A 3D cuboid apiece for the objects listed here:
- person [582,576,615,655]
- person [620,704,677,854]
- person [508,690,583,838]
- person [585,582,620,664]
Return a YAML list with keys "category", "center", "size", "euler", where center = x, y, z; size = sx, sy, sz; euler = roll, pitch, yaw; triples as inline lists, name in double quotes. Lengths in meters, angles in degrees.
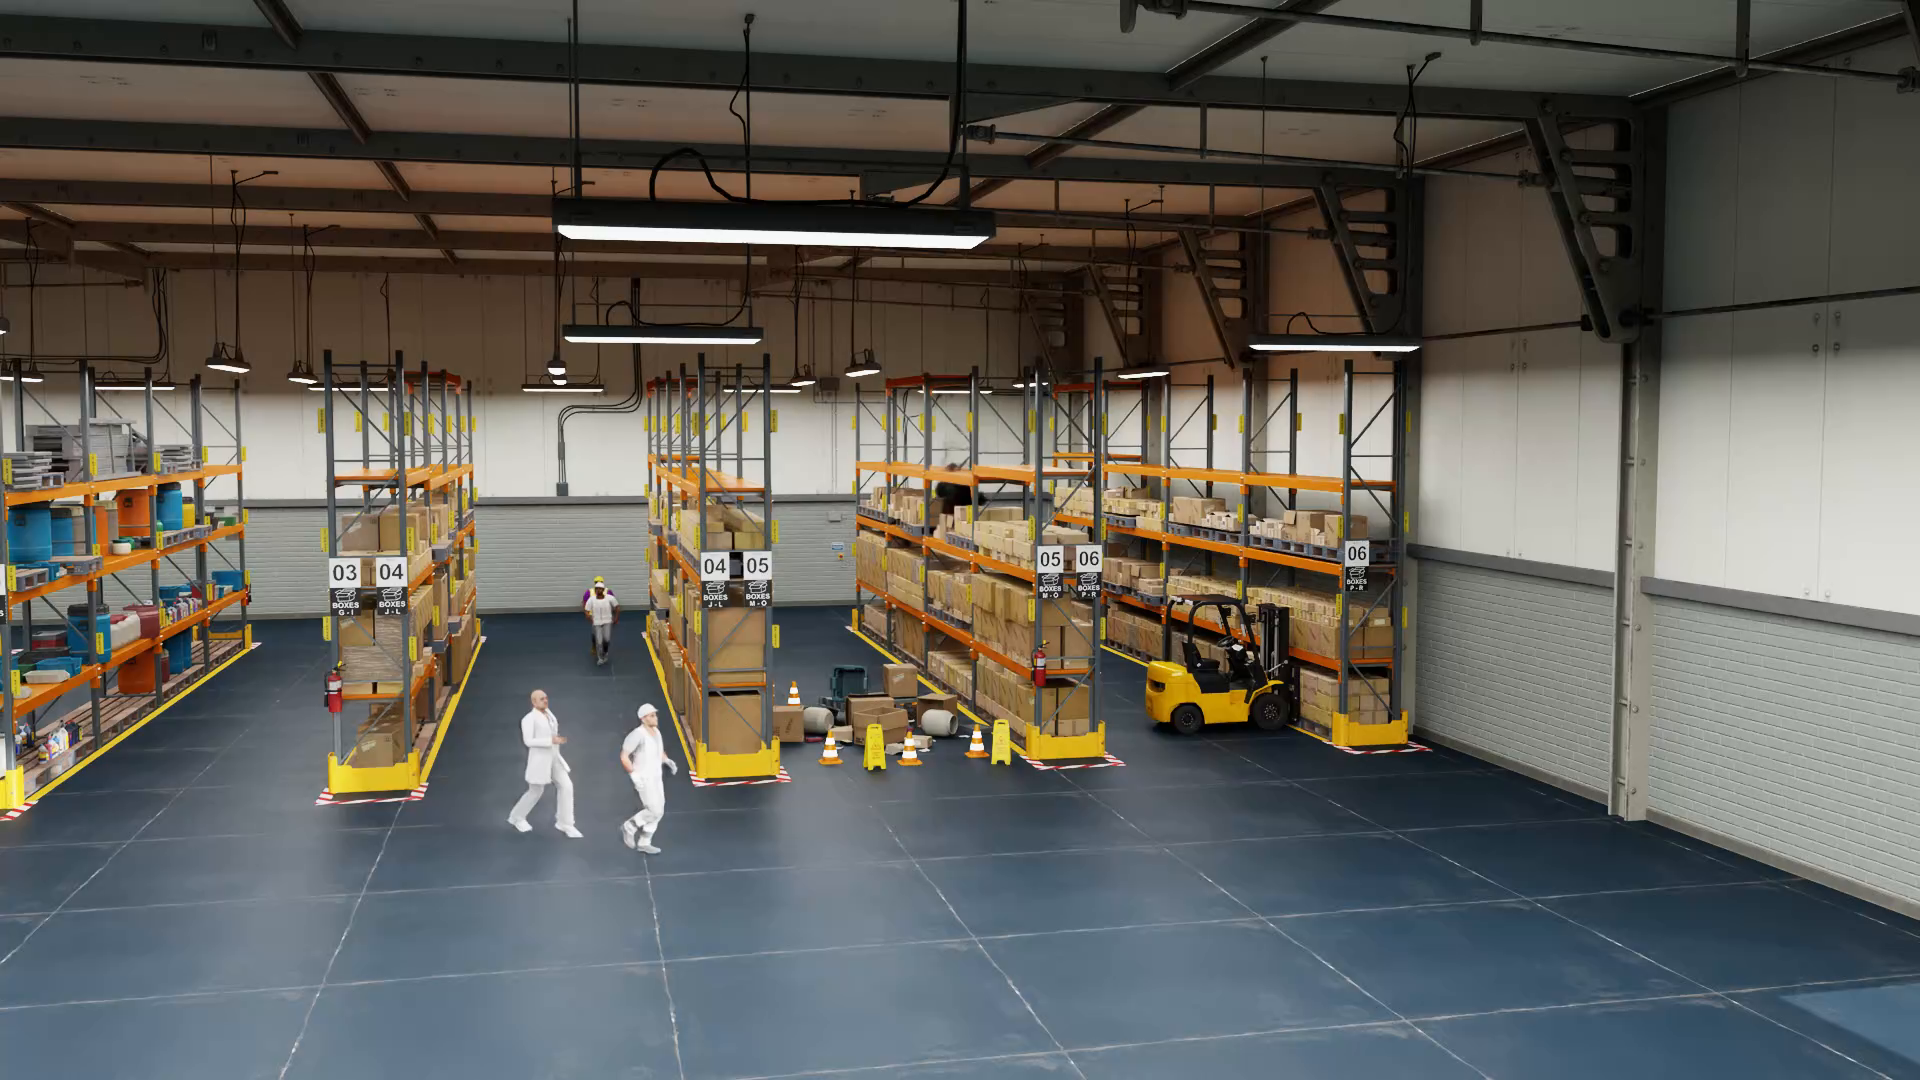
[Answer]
- category: "person"
  center: [-7.764, 1.638, 35.837]
  size: [0.706, 1.728, 0.574]
  euler: [-1, 4, -15]
- category: "person"
  center: [-3.646, 2.779, 19.416]
  size: [0.586, 1.752, 0.673]
  euler: [2, 4, 21]
- category: "person"
  center: [-5.058, 2.719, 20.226]
  size: [0.963, 1.815, 0.725]
  euler: [2, 4, 25]
- category: "person"
  center: [-7.431, 1.737, 34.513]
  size: [0.712, 1.721, 0.566]
  euler: [-1, 4, -9]
